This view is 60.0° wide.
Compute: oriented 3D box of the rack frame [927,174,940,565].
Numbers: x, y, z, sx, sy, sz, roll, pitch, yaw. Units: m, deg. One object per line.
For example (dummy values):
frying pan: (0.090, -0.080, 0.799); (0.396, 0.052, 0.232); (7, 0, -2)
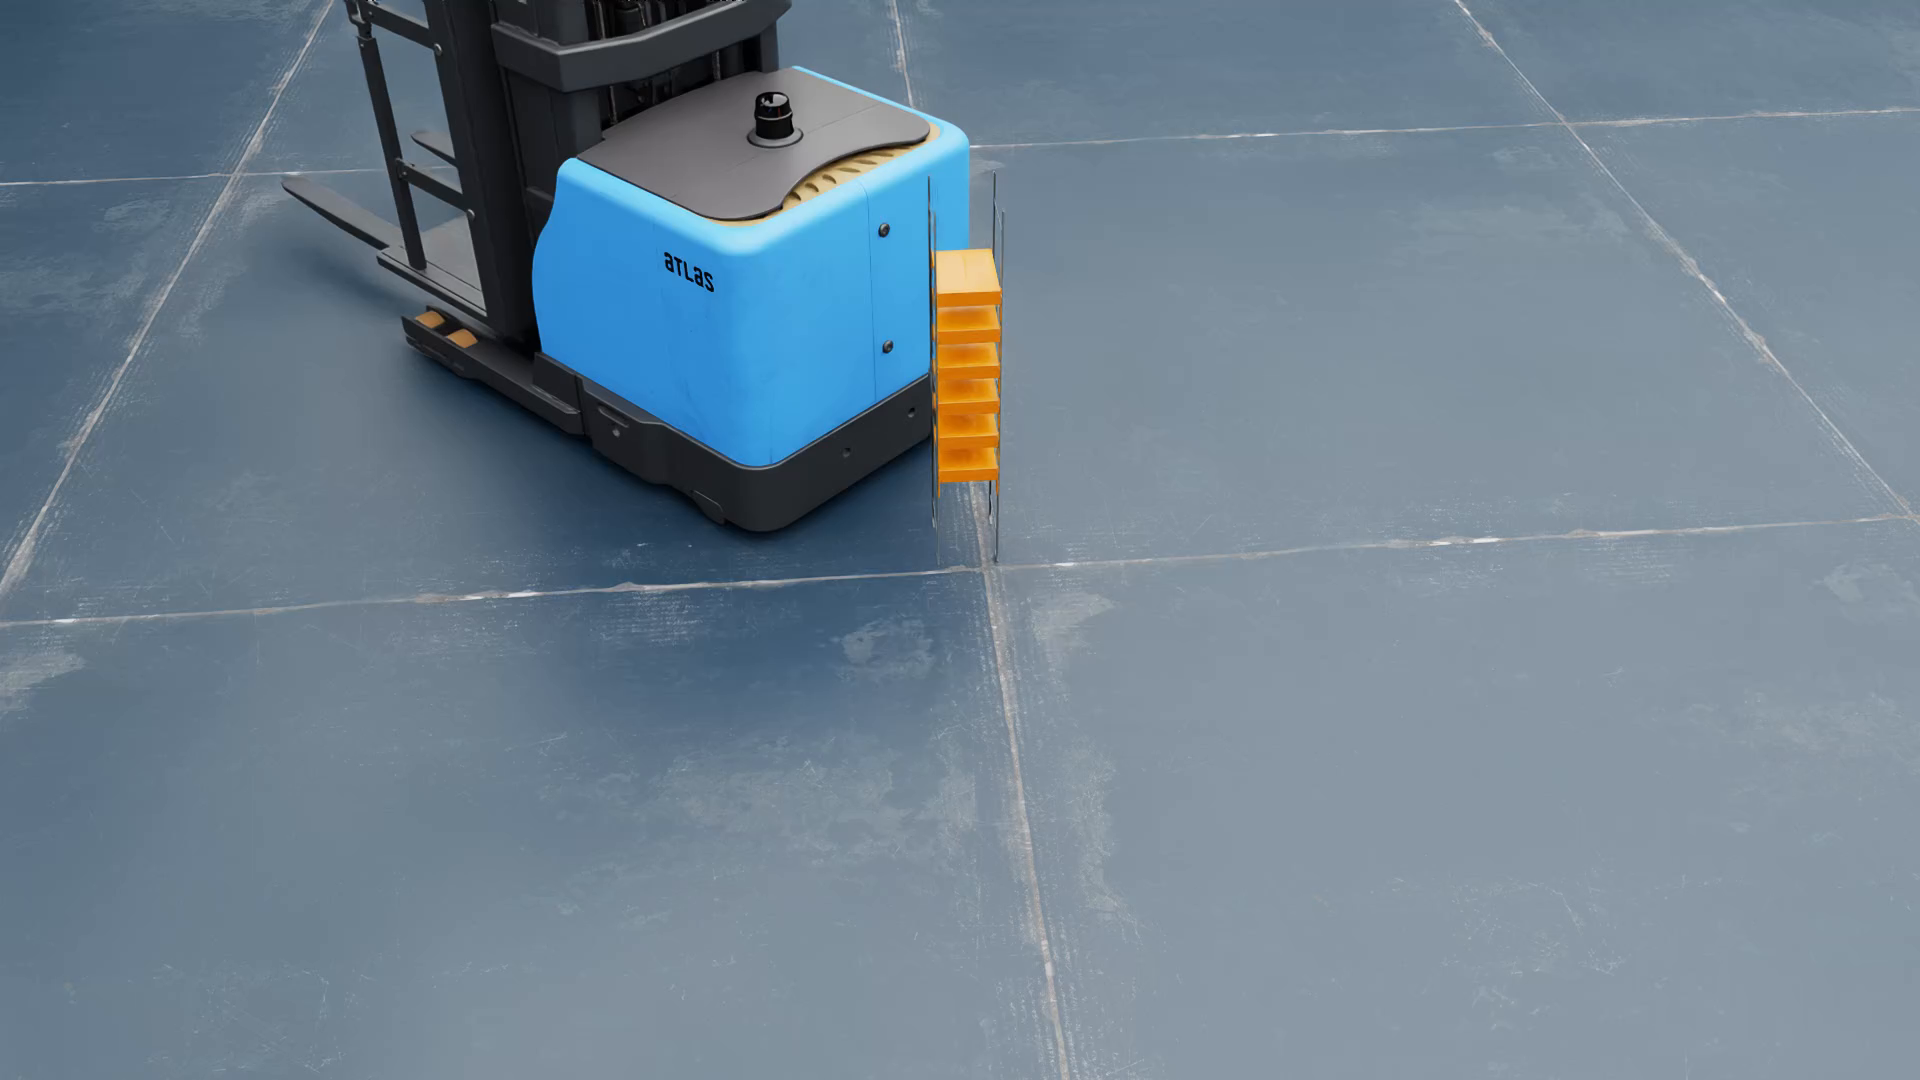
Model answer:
rack frame: (-0.077, -0.467, 4.873); (0.006, 1.200, 0.240); (-3, 38, -4)

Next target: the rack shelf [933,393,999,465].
rack shelf: (0.014, -0.343, 4.981); (0.180, 0.103, 0.258); (-3, 38, -4)

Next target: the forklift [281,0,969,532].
forklift: (-1.393, -1.922, 5.391); (3.031, 2.843, 1.129); (29, 47, 31)

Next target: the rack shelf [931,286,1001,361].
rack shelf: (0.014, -0.625, 4.758); (0.180, 0.103, 0.258); (-3, 38, -4)

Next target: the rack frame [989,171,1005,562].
rack frame: (0.106, -0.477, 4.886); (0.006, 1.200, 0.240); (-3, 38, -4)

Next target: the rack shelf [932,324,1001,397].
rack shelf: (0.014, -0.531, 4.833); (0.180, 0.103, 0.258); (-3, 38, -4)

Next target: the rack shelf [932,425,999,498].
rack shelf: (0.014, -0.249, 5.056); (0.180, 0.103, 0.258); (-3, 38, -4)

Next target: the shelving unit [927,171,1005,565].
shelving unit: (0.014, -0.472, 4.879); (0.189, 1.200, 0.258); (-3, 38, -4)
